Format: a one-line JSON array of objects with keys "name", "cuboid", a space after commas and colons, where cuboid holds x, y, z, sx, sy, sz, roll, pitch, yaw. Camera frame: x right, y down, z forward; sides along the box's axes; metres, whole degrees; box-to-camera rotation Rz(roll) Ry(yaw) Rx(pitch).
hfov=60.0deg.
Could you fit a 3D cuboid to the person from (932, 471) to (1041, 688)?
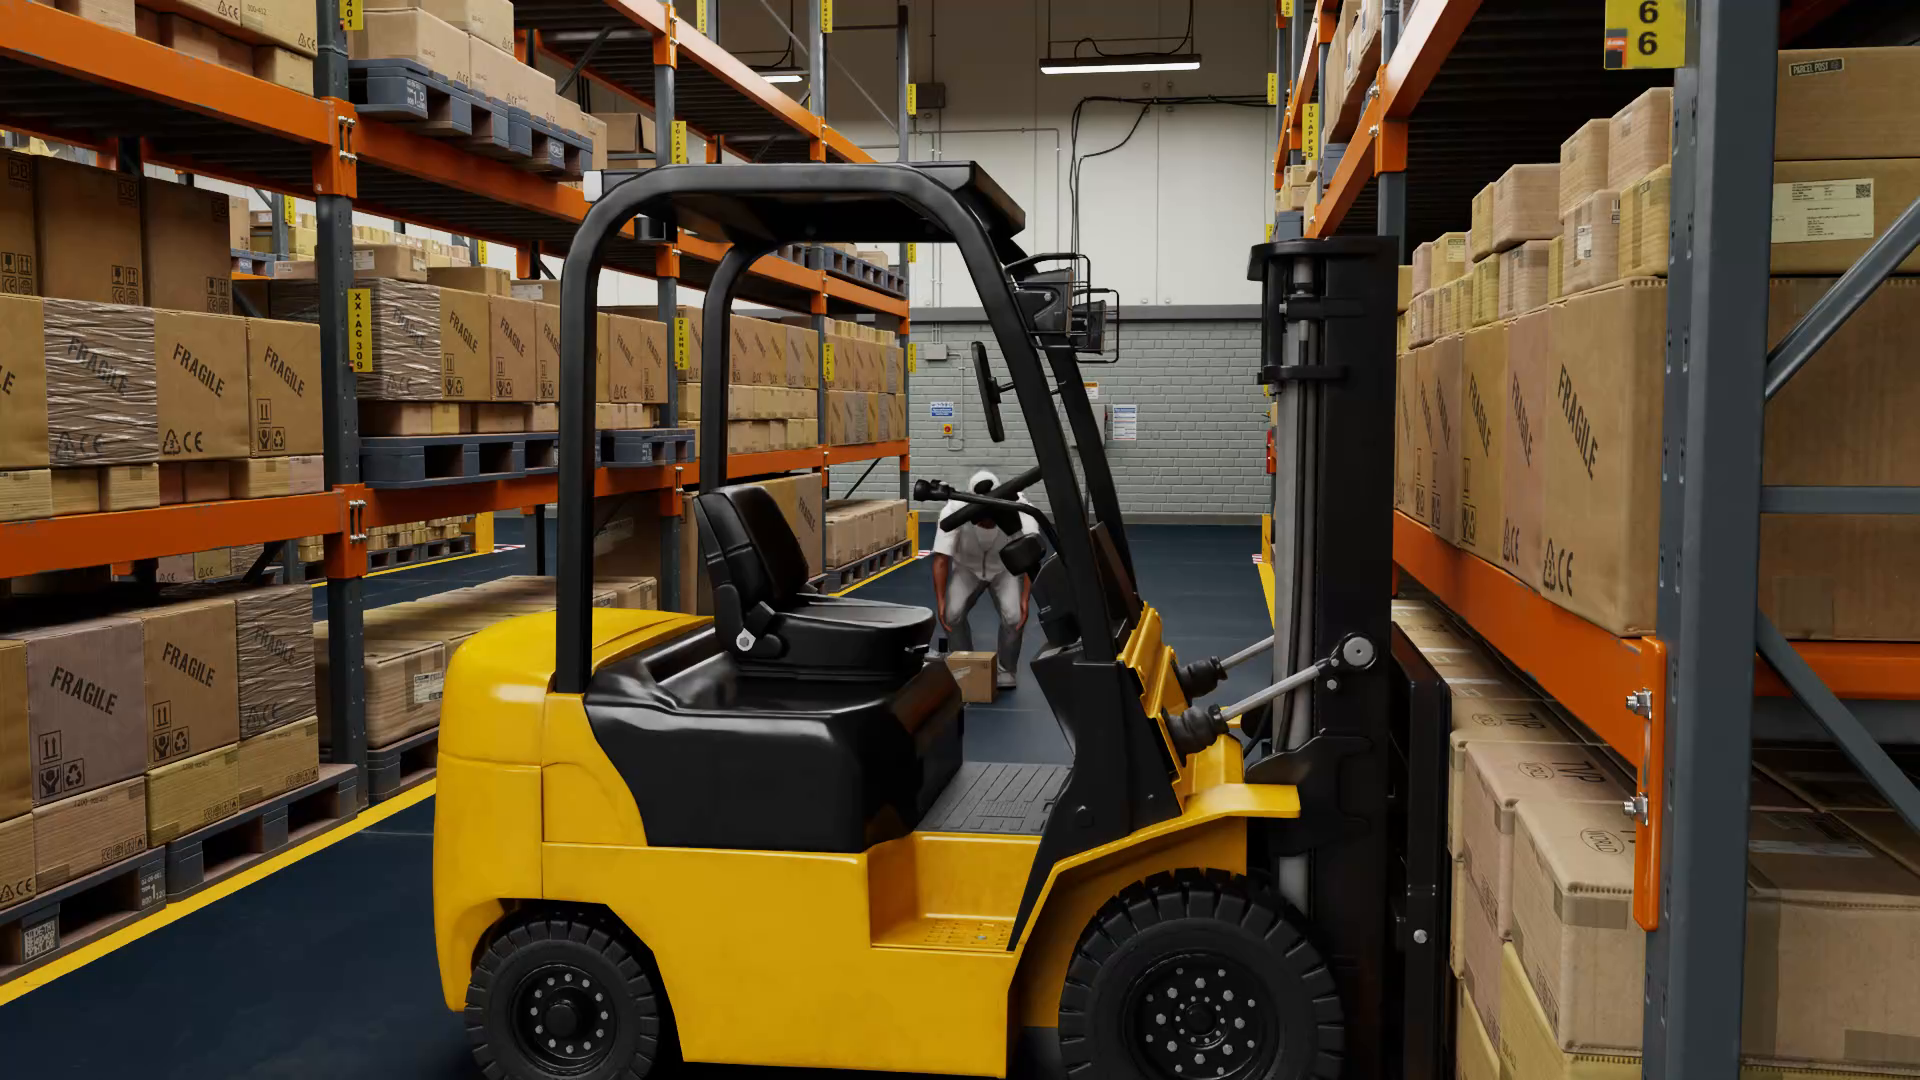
[{"name": "person", "cuboid": [0.173, 0.228, 9.685, 0.627, 1.283, 0.817, 1, 4, 9]}]
